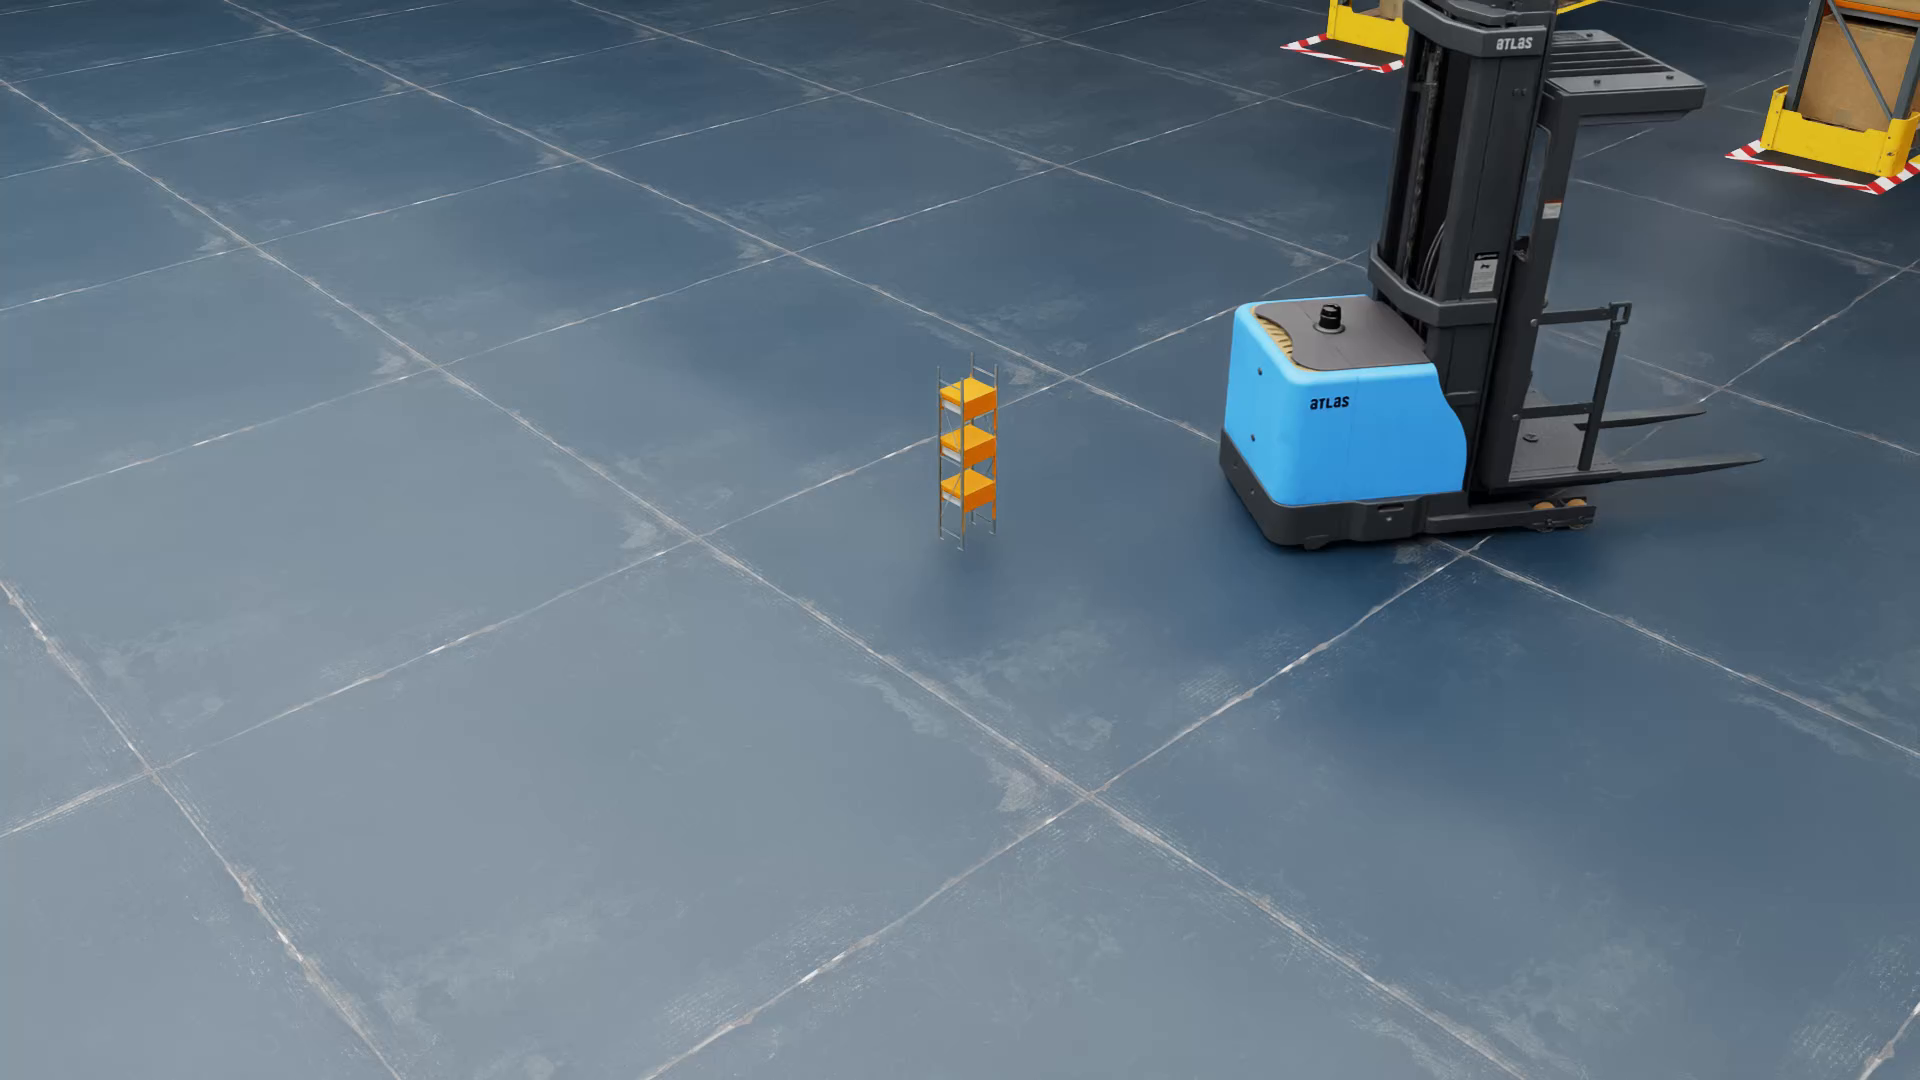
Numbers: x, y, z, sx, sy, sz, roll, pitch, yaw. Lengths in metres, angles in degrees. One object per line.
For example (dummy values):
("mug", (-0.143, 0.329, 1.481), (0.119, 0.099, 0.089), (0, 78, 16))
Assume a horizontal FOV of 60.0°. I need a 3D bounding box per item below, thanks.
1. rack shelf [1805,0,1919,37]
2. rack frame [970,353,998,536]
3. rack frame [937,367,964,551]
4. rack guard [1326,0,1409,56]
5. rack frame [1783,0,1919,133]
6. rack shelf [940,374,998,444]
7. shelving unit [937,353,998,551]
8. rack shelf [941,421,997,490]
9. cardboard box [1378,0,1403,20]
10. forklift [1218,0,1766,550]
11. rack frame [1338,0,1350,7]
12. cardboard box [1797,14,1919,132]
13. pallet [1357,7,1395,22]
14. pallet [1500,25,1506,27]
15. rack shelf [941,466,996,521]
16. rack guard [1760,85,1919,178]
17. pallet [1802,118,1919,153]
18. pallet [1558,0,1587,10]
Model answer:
("rack shelf", (9.237, -5.095, 15.396), (4.000, 0.370, 1.077), (-26, 40, -35))
("rack frame", (0.129, -0.510, 9.078), (0.008, 1.050, 0.200), (-26, 40, -35))
("rack frame", (-0.050, -0.424, 8.936), (0.008, 1.050, 0.200), (-26, 40, -35))
("rack guard", (4.528, -5.586, 17.906), (0.348, 0.500, 1.175), (-26, 40, -35))
("rack frame", (7.771, -4.692, 14.048), (0.127, 3.000, 1.000), (-26, 40, -35))
("rack shelf", (0.039, -0.700, 8.865), (0.240, 0.259, 0.215), (-26, 40, -35))
("shelving unit", (0.039, -0.467, 9.007), (0.252, 1.050, 0.215), (-26, 40, -35))
("rack shelf", (0.039, -0.458, 9.013), (0.240, 0.259, 0.215), (-26, 40, -35))
("cardboard box", (4.942, -5.953, 18.104), (0.500, 0.500, 0.500), (-18, 36, -27))
("forklift", (3.099, -1.560, 8.991), (3.031, 2.935, 1.130), (-5, 32, -9))
("rack frame", (4.472, -6.626, 17.210), (0.127, 3.000, 1.000), (-26, 40, -35))
("cardboard box", (8.223, -4.231, 14.928), (0.875, 0.875, 0.875), (-26, 40, -35))
("pallet", (5.148, -5.737, 18.431), (1.213, 0.211, 1.003), (-26, 40, -35))
("pallet", (6.042, -6.168, 19.135), (1.213, 0.211, 1.003), (-26, 40, -35))
("rack shelf", (0.039, -0.221, 9.158), (0.240, 0.259, 0.215), (-26, 40, -35))
("rack guard", (7.753, -3.617, 14.686), (0.348, 0.500, 1.175), (-26, 40, -35))
("pallet", (8.304, -3.816, 15.289), (1.213, 0.211, 1.003), (-26, 40, -35))
("pallet", (6.937, -6.603, 19.846), (1.213, 0.211, 1.003), (-26, 40, -35))
